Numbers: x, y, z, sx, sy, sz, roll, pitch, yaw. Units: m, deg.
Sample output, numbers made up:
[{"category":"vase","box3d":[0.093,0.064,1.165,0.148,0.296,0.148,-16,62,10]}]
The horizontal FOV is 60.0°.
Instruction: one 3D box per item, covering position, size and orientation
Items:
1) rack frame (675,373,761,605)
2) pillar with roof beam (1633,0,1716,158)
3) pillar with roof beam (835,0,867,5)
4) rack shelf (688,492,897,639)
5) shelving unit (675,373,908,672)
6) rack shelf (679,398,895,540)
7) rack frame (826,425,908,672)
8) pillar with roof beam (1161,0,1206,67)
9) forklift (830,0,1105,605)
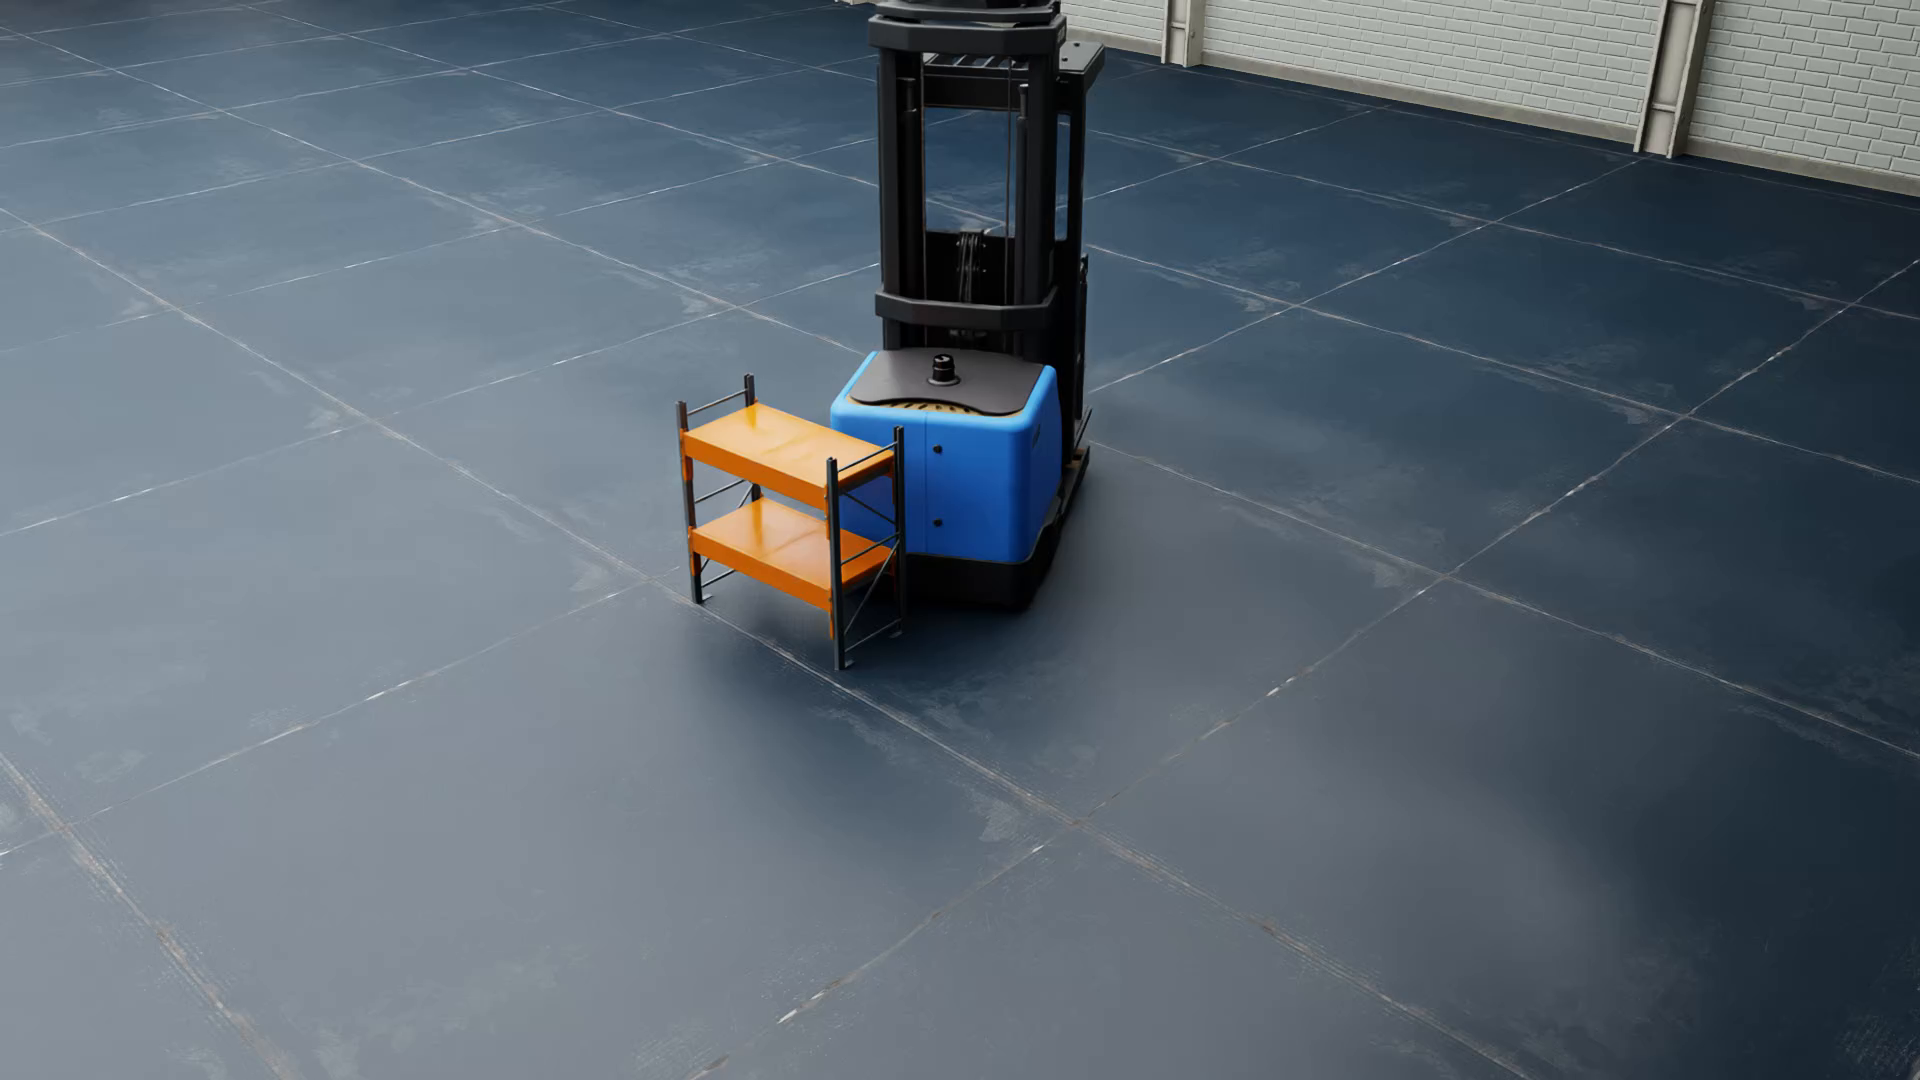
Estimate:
[{"category":"rack frame","box3d":[-1.217,-0.256,8.529,0.032,1.125,0.500,21,34,35]},{"category":"pillar with roof beam","box3d":[3.970,-6.434,11.817,0.400,9.000,9.100,25,36,38]},{"category":"pillar with roof beam","box3d":[-4.587,-10.349,19.263,0.400,9.000,9.100,25,36,38]},{"category":"rack shelf","box3d":[-0.827,0.112,8.354,1.000,0.278,0.538,21,34,35]},{"category":"shelving unit","box3d":[-0.827,-0.105,8.240,1.048,1.125,0.538,21,34,35]},{"category":"rack shelf","box3d":[-0.827,-0.364,8.104,1.000,0.278,0.538,21,34,35]},{"category":"rack frame","box3d":[-0.436,0.047,7.952,0.032,1.125,0.500,21,34,35]},{"category":"pillar with roof beam","box3d":[-0.309,-8.392,15.540,0.400,9.000,9.100,25,36,38]},{"category":"forklift","box3d":[0.164,-1.634,9.207,1.130,2.935,3.031,6,28,11]}]
